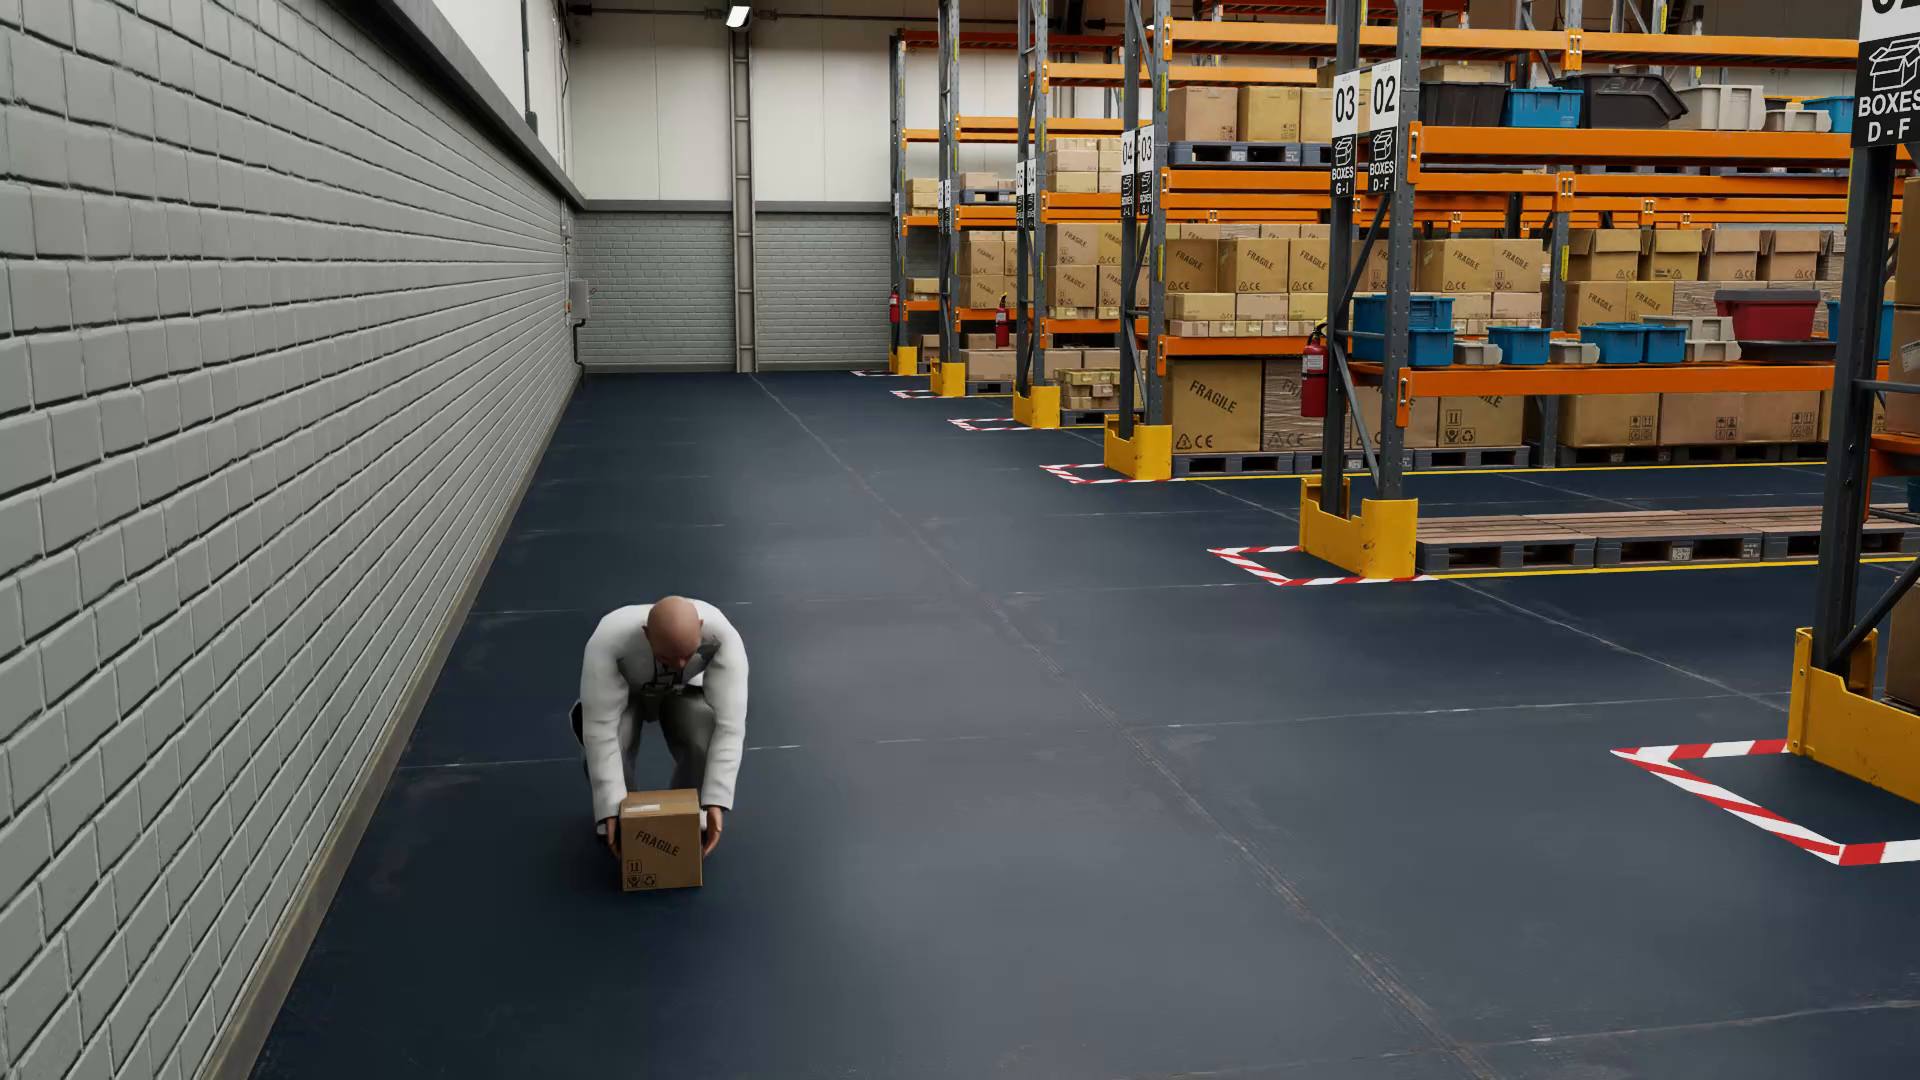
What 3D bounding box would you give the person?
[{"bbox_3d":[-1.036,0.584,5.715,0.609,0.918,0.909,-2,10,-11],"label":"person"}]
